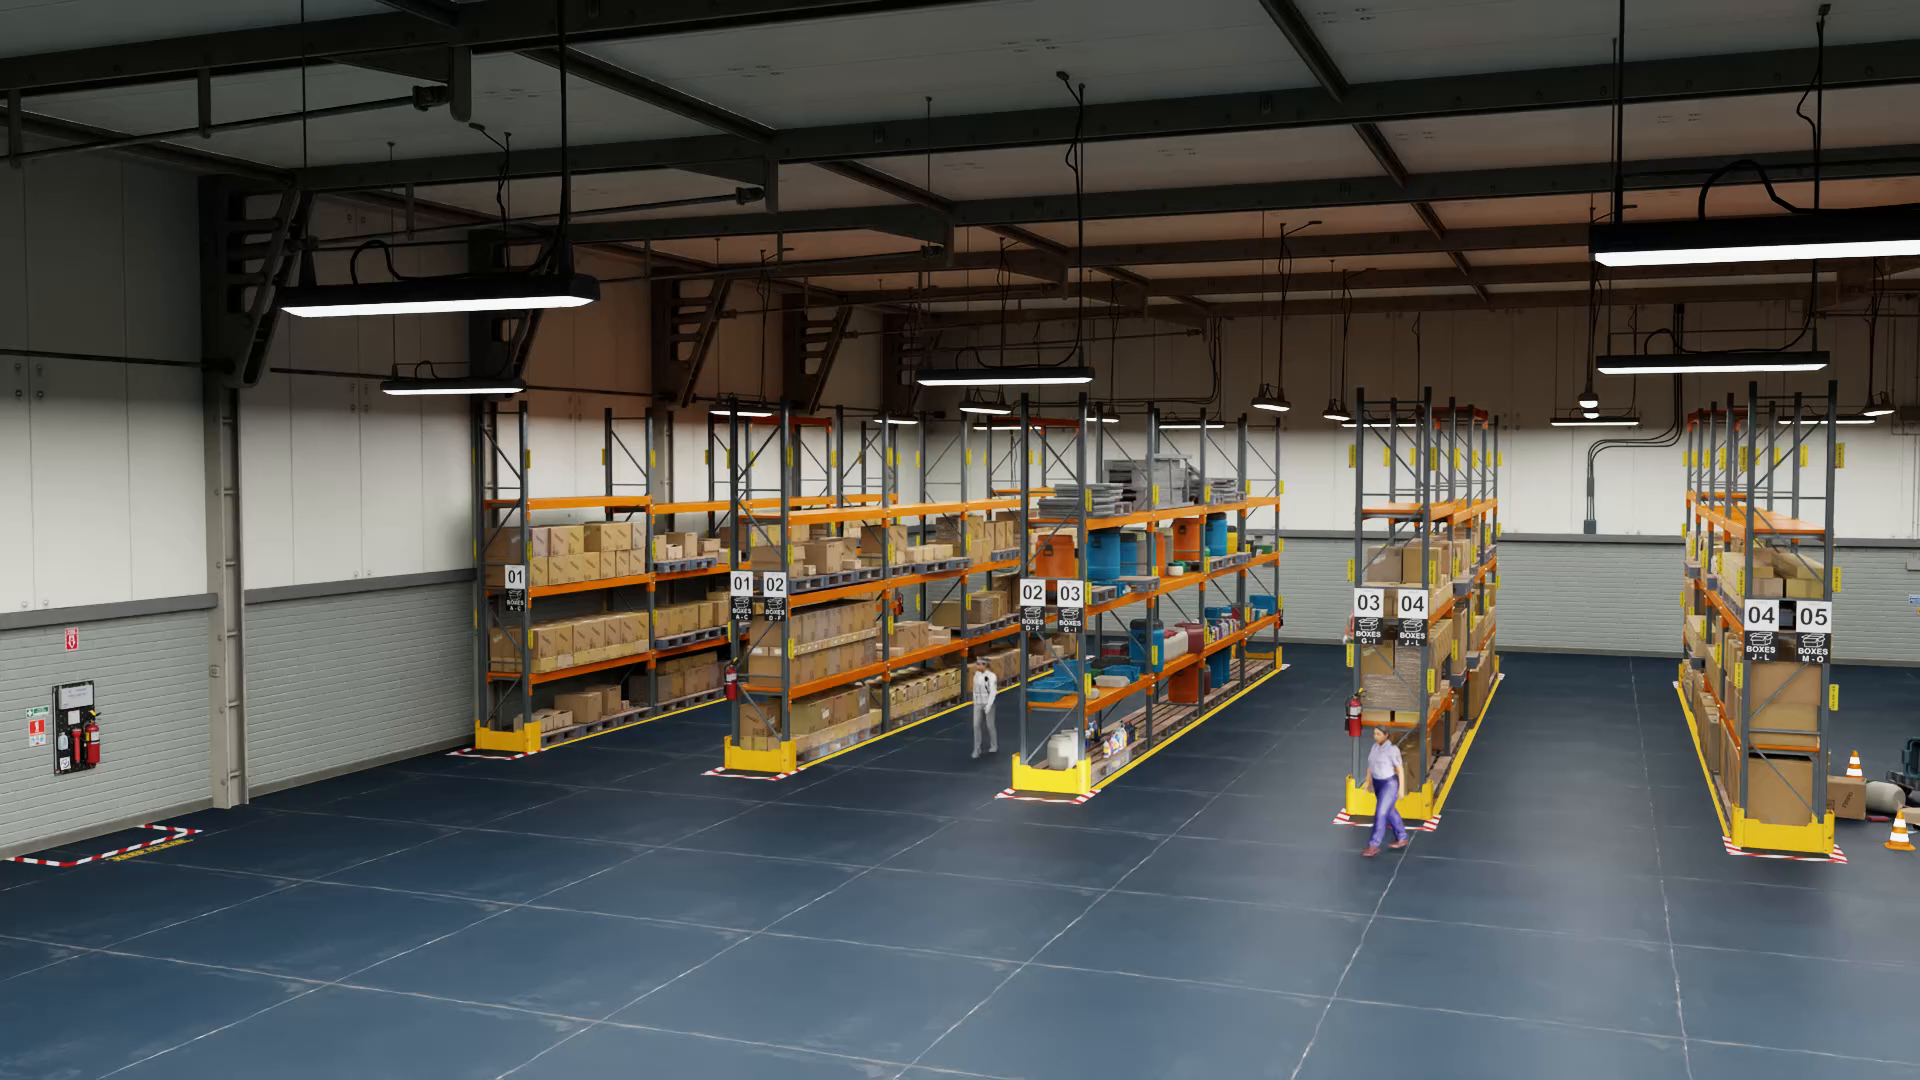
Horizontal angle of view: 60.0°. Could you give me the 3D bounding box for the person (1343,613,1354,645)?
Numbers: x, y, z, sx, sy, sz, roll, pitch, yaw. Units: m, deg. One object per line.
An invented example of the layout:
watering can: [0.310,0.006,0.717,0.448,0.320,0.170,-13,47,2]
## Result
person: [9.144,2.265,38.181,0.665,1.731,1.098,1,3,18]

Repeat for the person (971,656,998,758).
person: [0.397,2.817,28.122,0.510,1.708,0.733,1,3,27]

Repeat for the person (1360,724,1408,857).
person: [5.372,3.145,21.138,0.878,1.606,0.537,-1,3,-18]
